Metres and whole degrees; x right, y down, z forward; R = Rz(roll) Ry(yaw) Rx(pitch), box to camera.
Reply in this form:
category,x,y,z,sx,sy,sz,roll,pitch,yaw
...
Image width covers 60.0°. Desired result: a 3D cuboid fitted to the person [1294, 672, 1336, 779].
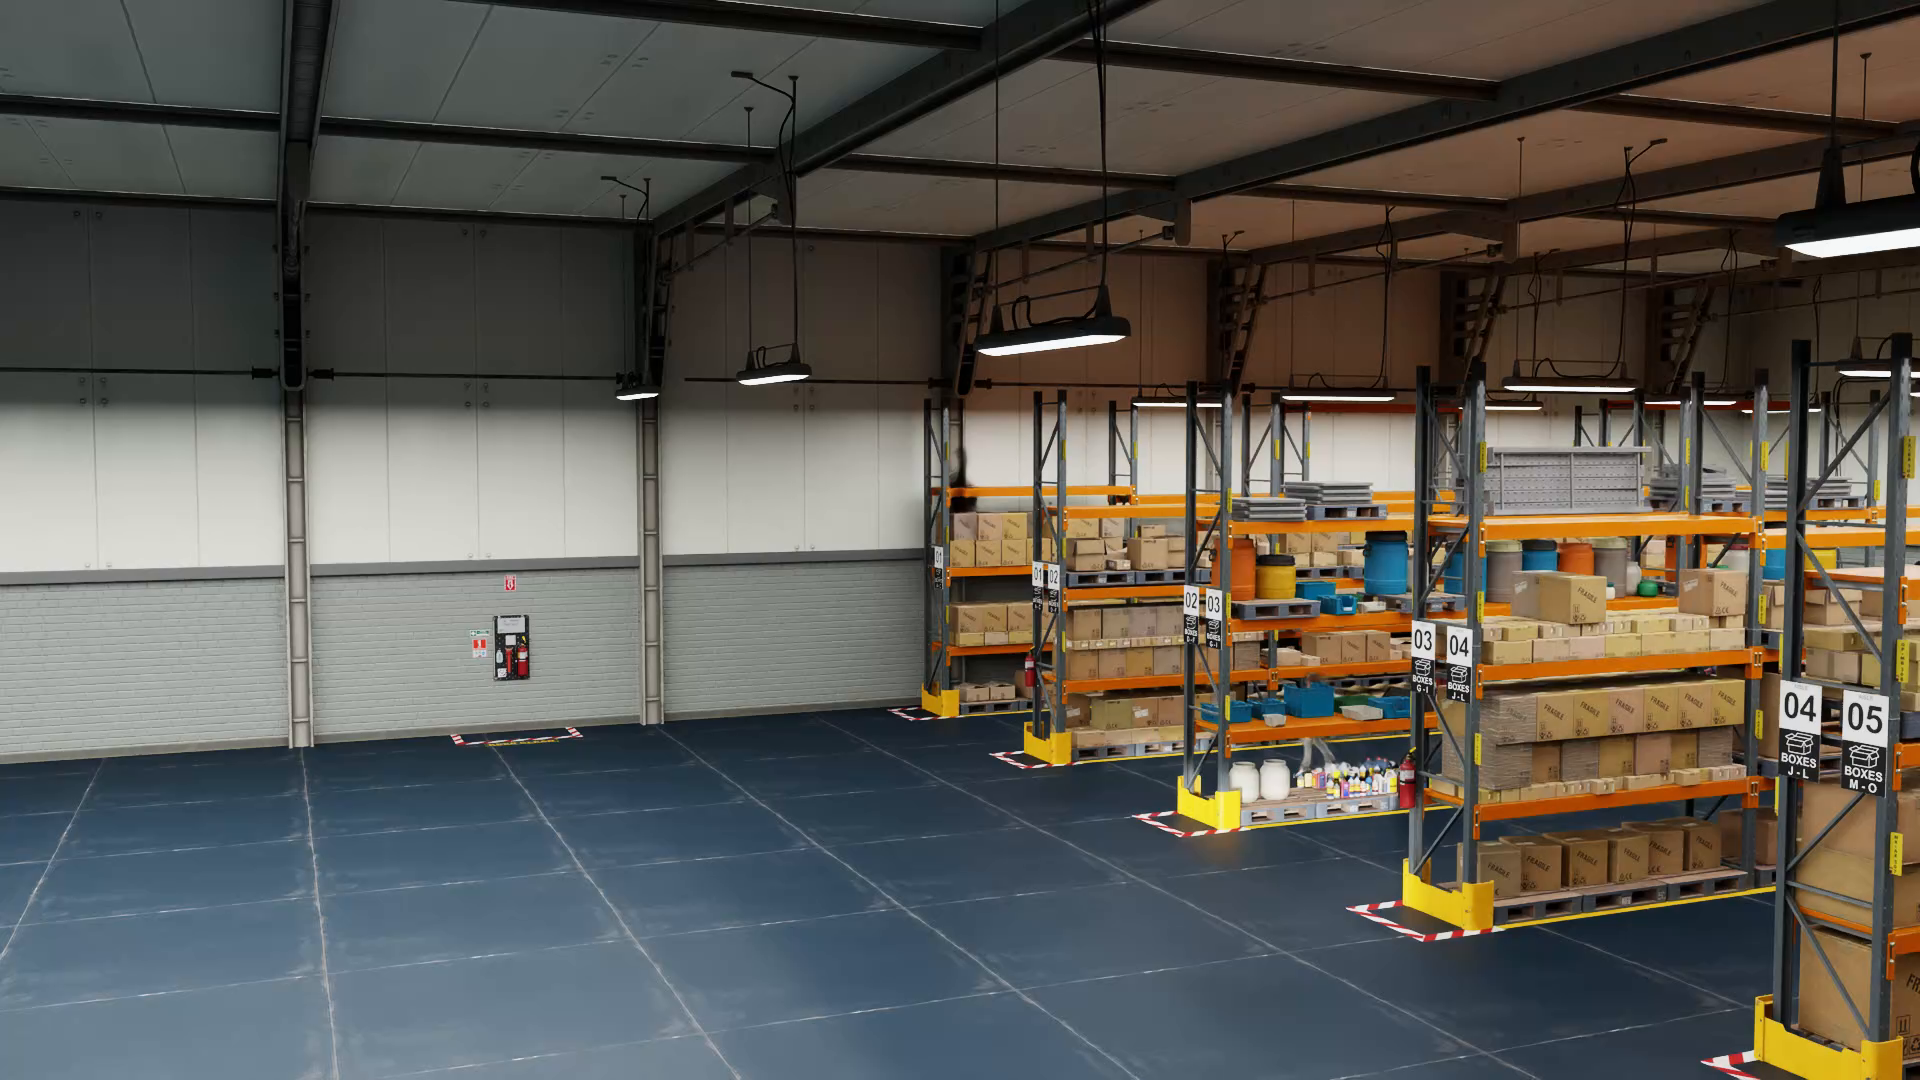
category,x,y,z,sx,sy,sz,roll,pitch,yaw
person,5.483,2.837,25.624,0.823,1.626,0.534,-1,4,-23
